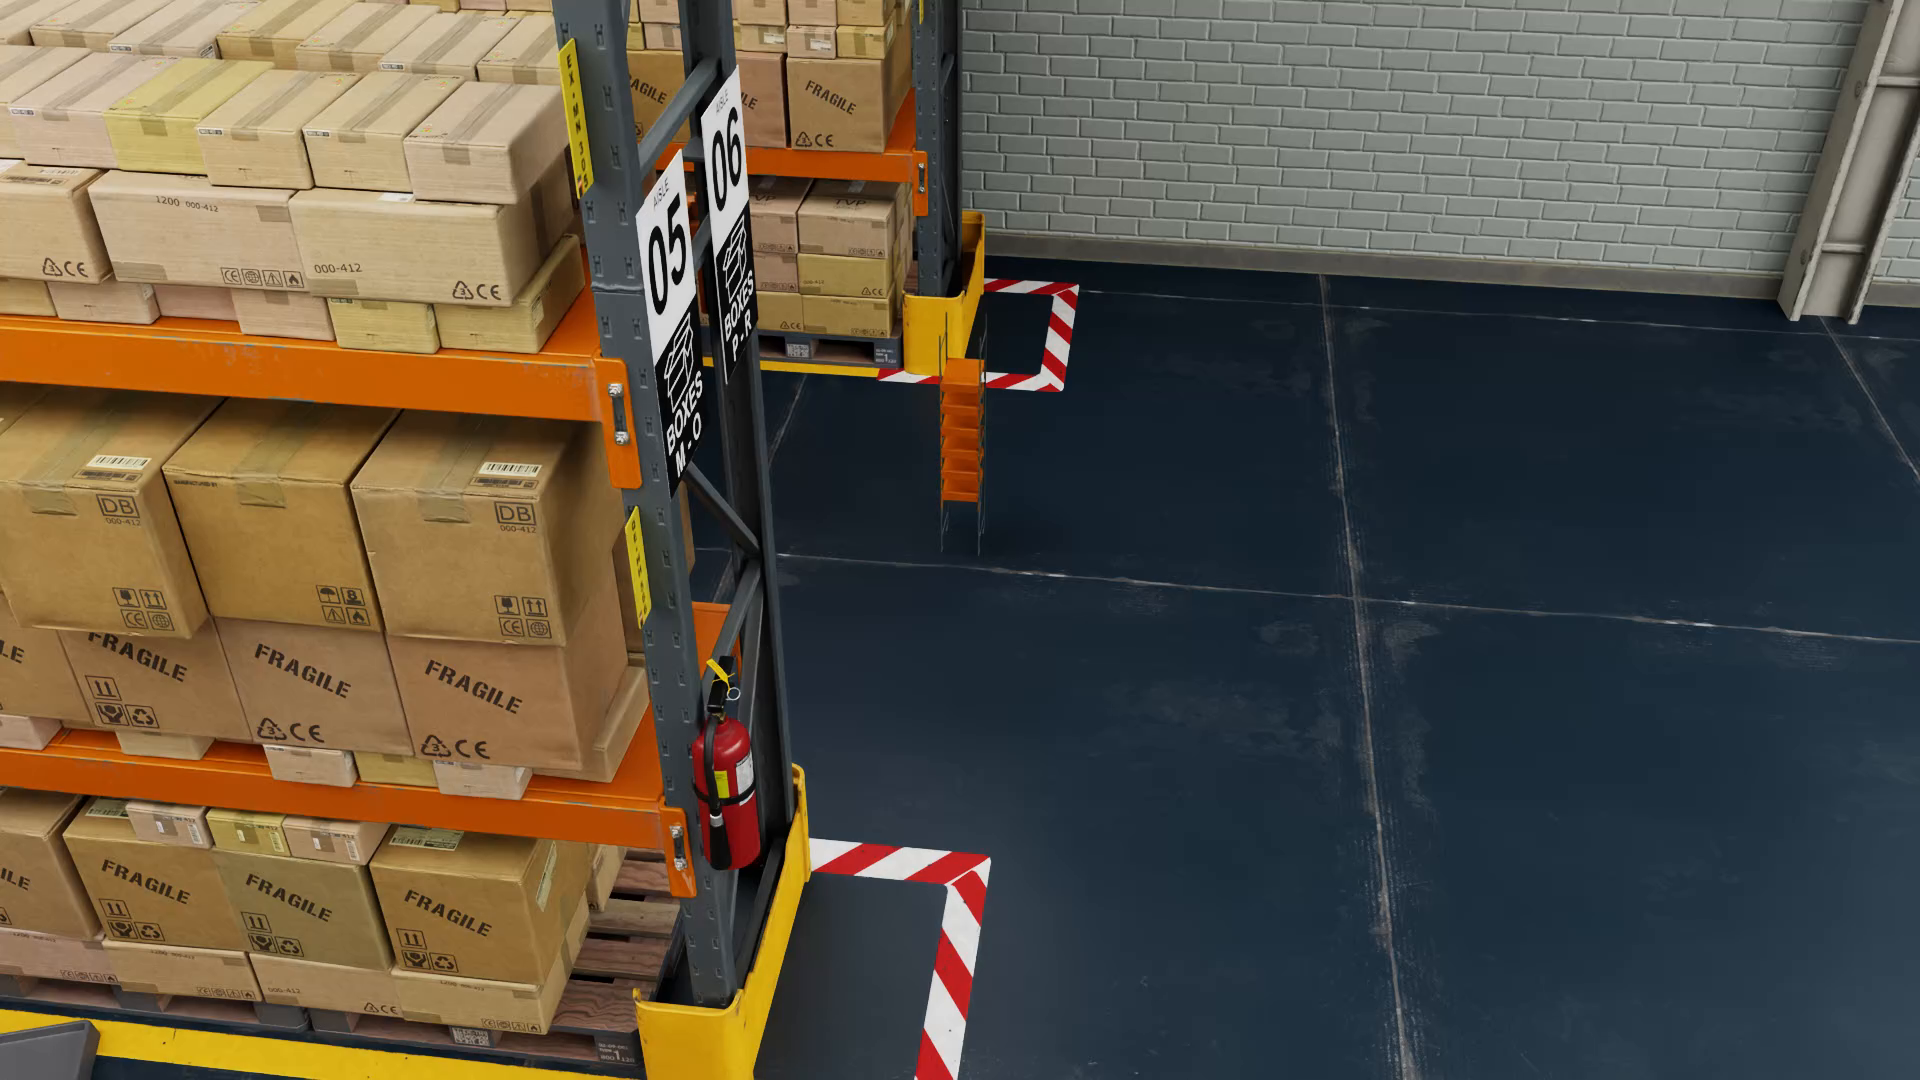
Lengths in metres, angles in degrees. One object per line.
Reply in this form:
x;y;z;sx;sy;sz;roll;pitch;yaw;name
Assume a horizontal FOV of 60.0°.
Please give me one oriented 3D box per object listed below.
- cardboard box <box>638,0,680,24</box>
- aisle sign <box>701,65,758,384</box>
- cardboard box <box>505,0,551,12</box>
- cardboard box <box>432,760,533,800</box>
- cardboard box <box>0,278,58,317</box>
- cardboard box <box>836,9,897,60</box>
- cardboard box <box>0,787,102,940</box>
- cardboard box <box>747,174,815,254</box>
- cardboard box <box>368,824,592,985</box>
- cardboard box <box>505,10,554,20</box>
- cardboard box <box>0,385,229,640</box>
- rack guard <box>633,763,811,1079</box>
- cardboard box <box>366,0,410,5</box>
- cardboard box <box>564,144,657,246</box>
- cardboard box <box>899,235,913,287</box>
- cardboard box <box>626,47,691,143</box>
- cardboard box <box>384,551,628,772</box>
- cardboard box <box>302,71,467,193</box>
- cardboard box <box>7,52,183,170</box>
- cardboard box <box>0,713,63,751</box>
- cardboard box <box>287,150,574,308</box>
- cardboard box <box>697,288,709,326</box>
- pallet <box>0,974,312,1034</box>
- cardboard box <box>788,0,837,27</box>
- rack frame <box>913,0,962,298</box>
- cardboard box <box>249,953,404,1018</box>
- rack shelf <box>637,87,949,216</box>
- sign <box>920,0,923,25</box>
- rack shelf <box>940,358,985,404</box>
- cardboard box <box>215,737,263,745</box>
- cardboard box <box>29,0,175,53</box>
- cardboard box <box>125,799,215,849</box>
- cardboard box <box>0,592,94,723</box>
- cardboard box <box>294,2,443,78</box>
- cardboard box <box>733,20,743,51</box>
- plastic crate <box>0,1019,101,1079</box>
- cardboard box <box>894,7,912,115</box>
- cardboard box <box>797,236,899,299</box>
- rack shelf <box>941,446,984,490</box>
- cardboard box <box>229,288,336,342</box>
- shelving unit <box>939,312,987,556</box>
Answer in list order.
-1.515;-2.857;8.770;0.250;0.149;0.380;5;36;7;cardboard box
-0.639;-0.877;4.659;0.004;0.787;0.394;4;36;6;aisle sign
-2.263;-2.975;8.935;0.250;0.149;0.380;4;36;6;cardboard box
-1.403;0.598;5.046;0.250;0.149;0.380;4;36;5;cardboard box
-2.396;-0.740;4.338;0.250;0.149;0.380;3;36;5;cardboard box
-0.491;-2.674;8.770;0.250;0.149;0.380;5;36;7;cardboard box
-3.110;0.974;5.664;0.500;0.500;0.500;6;36;8;cardboard box
-1.115;-1.853;9.409;0.500;0.250;0.500;5;36;7;cardboard box
-1.567;1.089;5.502;0.500;0.500;0.500;4;36;6;cardboard box
-2.265;-2.805;8.953;0.250;0.149;0.380;4;36;5;cardboard box
-2.294;-0.146;4.669;0.500;0.500;0.700;4;36;5;cardboard box
-0.815;1.367;5.904;0.348;0.500;1.175;4;36;6;rack guard
-3.033;-2.973;8.933;0.250;0.149;0.380;5;36;7;cardboard box
-1.027;-0.975;4.668;0.250;0.149;0.380;4;36;6;cardboard box
-0.573;-1.706;10.064;0.500;0.250;0.500;4;36;6;cardboard box
-1.654;-2.512;9.102;0.500;0.500;0.500;4;36;5;cardboard box
-1.313;0.312;4.889;0.500;0.500;0.500;4;36;5;cardboard box
-1.364;-0.984;3.995;0.250;0.149;0.380;5;36;7;cardboard box
-2.106;-1.063;4.105;0.250;0.149;0.380;4;36;6;cardboard box
-2.914;0.472;5.223;0.250;0.149;0.380;4;36;6;cardboard box
-1.281;-0.808;4.092;0.500;0.250;0.500;4;36;5;cardboard box
-1.604;-1.494;9.767;0.500;0.250;0.500;5;36;6;cardboard box
-2.823;1.312;6.230;1.213;0.211;1.003;4;36;6;pallet
-0.742;-2.836;8.742;0.250;0.149;0.380;4;36;6;cardboard box
-0.111;-2.505;9.178;0.127;3.000;1.000;4;36;6;rack frame
-2.088;1.356;5.774;0.500;0.250;0.500;4;36;6;cardboard box
-2.095;-2.360;9.594;4.000;0.370;1.077;4;36;6;rack shelf
-0.194;-2.761;8.336;0.005;0.325;0.100;4;36;6;sign
0.014;-0.744;7.717;0.180;0.103;0.258;4;36;6;rack shelf
-2.150;0.465;5.232;0.250;0.149;0.380;5;36;7;cardboard box
-2.304;-1.387;4.558;0.250;0.149;0.380;5;36;7;cardboard box
-2.450;0.796;5.355;0.250;0.149;0.380;6;36;8;cardboard box
-2.805;0.185;5.067;0.500;0.500;0.500;5;36;7;cardboard box
-1.558;-1.295;4.431;0.250;0.149;0.380;4;36;6;cardboard box
-1.242;-2.755;8.884;0.250;0.149;0.380;4;36;6;cardboard box
-3.254;1.836;5.608;0.583;0.080;0.402;-7;36;-10;plastic crate
-0.567;-2.743;9.425;0.500;0.500;0.500;5;36;7;cardboard box
-0.634;-1.616;9.508;0.500;0.250;0.500;4;36;5;cardboard box
0.014;-0.353;7.995;0.180;0.103;0.258;4;36;6;rack shelf
-1.639;-0.668;4.237;0.250;0.149;0.380;5;36;7;cardboard box
0.014;-0.487;7.900;0.189;1.200;0.258;4;36;6;shelving unit
